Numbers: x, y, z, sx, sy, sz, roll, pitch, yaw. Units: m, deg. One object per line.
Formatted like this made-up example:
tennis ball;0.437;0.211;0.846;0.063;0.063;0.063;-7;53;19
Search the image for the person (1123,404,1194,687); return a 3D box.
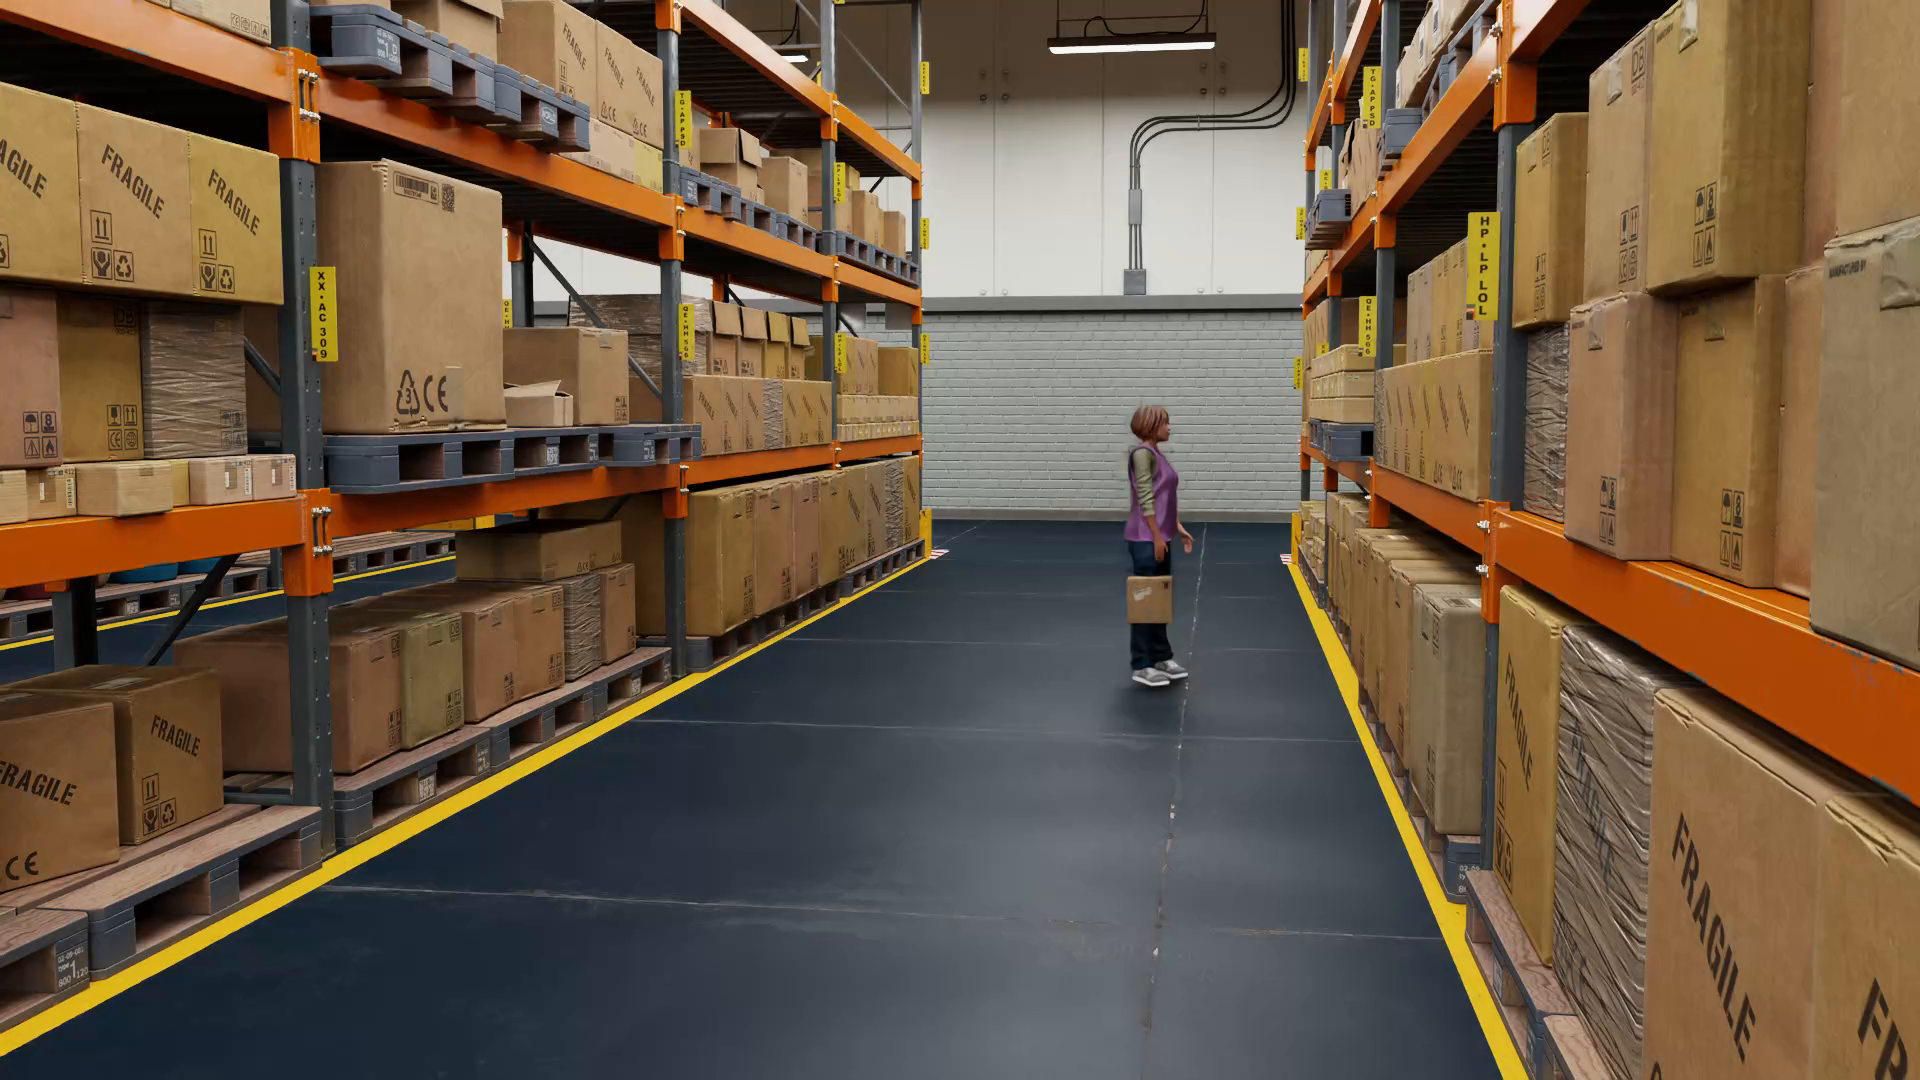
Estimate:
person;1.134;0.020;9.620;0.396;1.606;0.477;2;5;19
